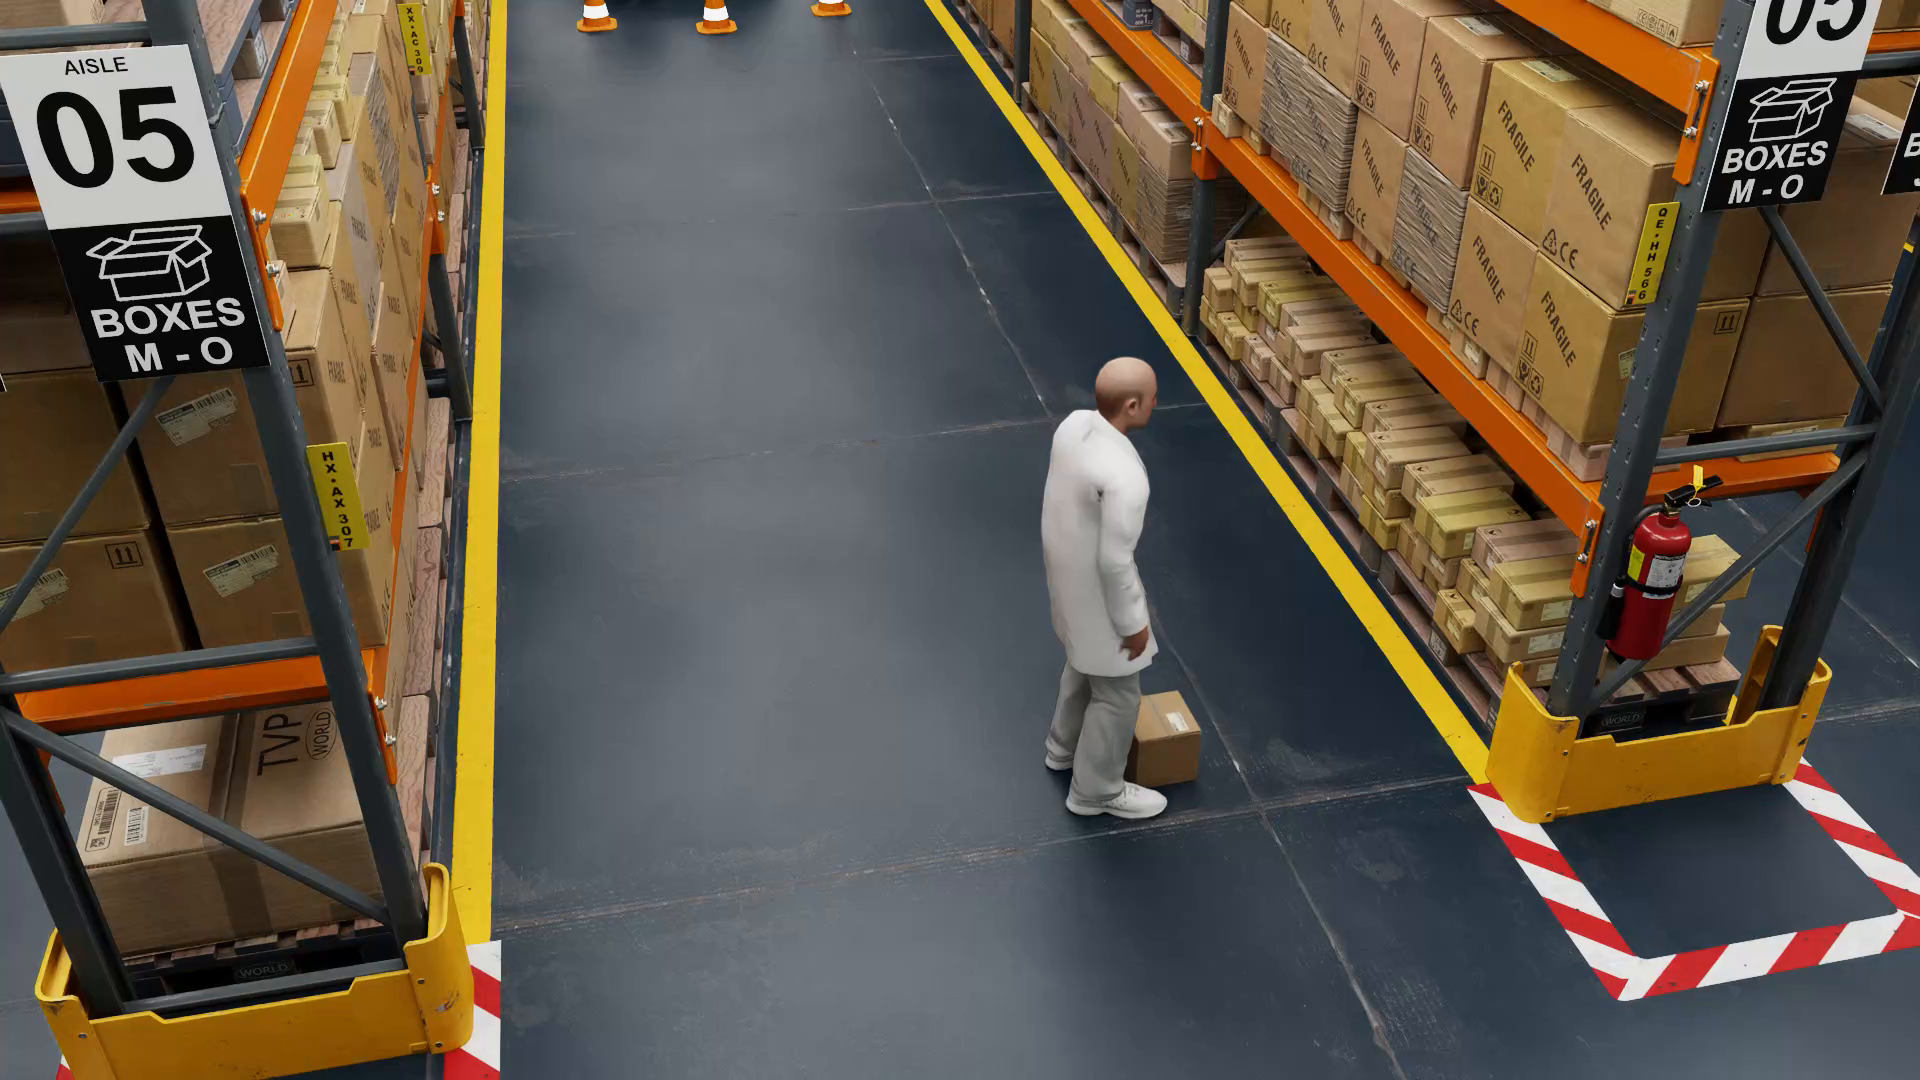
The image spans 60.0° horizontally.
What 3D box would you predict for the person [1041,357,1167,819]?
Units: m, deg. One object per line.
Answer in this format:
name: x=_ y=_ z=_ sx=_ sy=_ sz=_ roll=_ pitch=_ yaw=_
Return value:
person: x=4.845 y=-3.920 z=11.990 sx=12.752 sy=1.772 sz=12.393 roll=-9 pitch=35 yaw=-13
